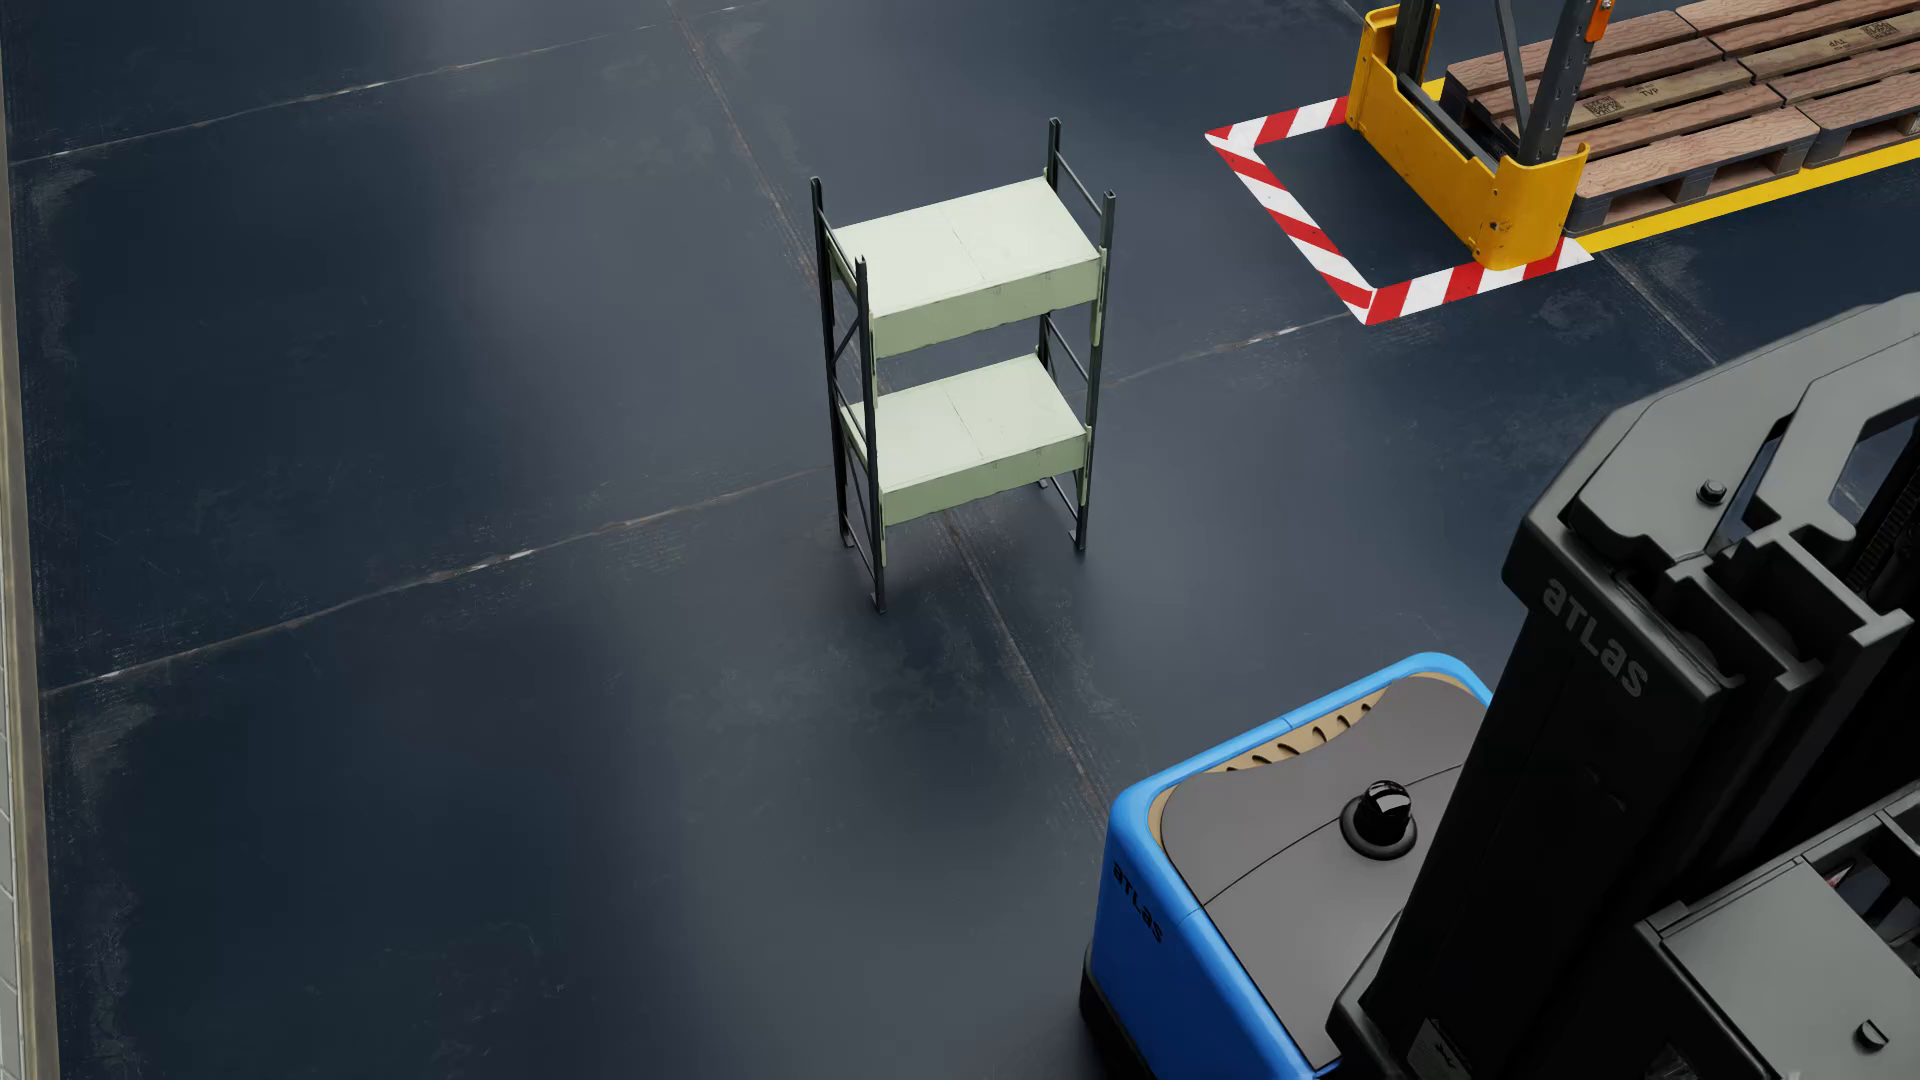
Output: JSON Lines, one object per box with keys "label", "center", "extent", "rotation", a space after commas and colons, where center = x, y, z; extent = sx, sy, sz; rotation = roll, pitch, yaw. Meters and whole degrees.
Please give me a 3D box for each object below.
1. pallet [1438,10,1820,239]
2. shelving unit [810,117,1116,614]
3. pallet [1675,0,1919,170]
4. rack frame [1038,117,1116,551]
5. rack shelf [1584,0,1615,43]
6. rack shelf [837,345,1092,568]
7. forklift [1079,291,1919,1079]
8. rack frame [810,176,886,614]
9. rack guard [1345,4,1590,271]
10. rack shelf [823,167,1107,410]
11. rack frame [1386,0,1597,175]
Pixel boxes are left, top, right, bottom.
{"label": "pallet", "center": [2.856, -1.819, 7.173], "extent": [1.213, 0.211, 1.003], "rotation": [-17, 52, -14]}
{"label": "shelving unit", "center": [0.006, -0.491, 5.183], "extent": [0.755, 1.500, 0.431], "rotation": [-17, 52, -14]}
{"label": "pallet", "center": [3.983, -2.166, 7.471], "extent": [1.213, 0.211, 1.003], "rotation": [-17, 52, -14]}
{"label": "rack frame", "center": [0.345, -0.596, 5.273], "extent": [0.023, 1.500, 0.400], "rotation": [-17, 52, -14]}
{"label": "rack shelf", "center": [3.929, -2.857, 6.701], "extent": [4.000, 0.370, 1.077], "rotation": [-17, 52, -14]}
{"label": "rack shelf", "center": [0.006, -0.278, 5.430], "extent": [0.720, 0.370, 0.431], "rotation": [-17, 52, -14]}
{"label": "forklift", "center": [1.456, 1.162, 2.820], "extent": [1.130, 2.935, 3.031], "rotation": [-22, 53, -18]}
{"label": "rack frame", "center": [-0.333, -0.386, 5.093], "extent": [0.023, 1.500, 0.400], "rotation": [-17, 52, -14]}
{"label": "rack guard", "center": [2.060, -1.687, 6.870], "extent": [0.348, 0.500, 1.175], "rotation": [-17, 52, -14]}
{"label": "rack shelf", "center": [0.006, -0.745, 4.887], "extent": [0.720, 0.370, 0.431], "rotation": [-17, 52, -14]}
{"label": "rack frame", "center": [2.078, -2.518, 5.935], "extent": [0.127, 3.000, 1.000], "rotation": [-17, 52, -14]}
